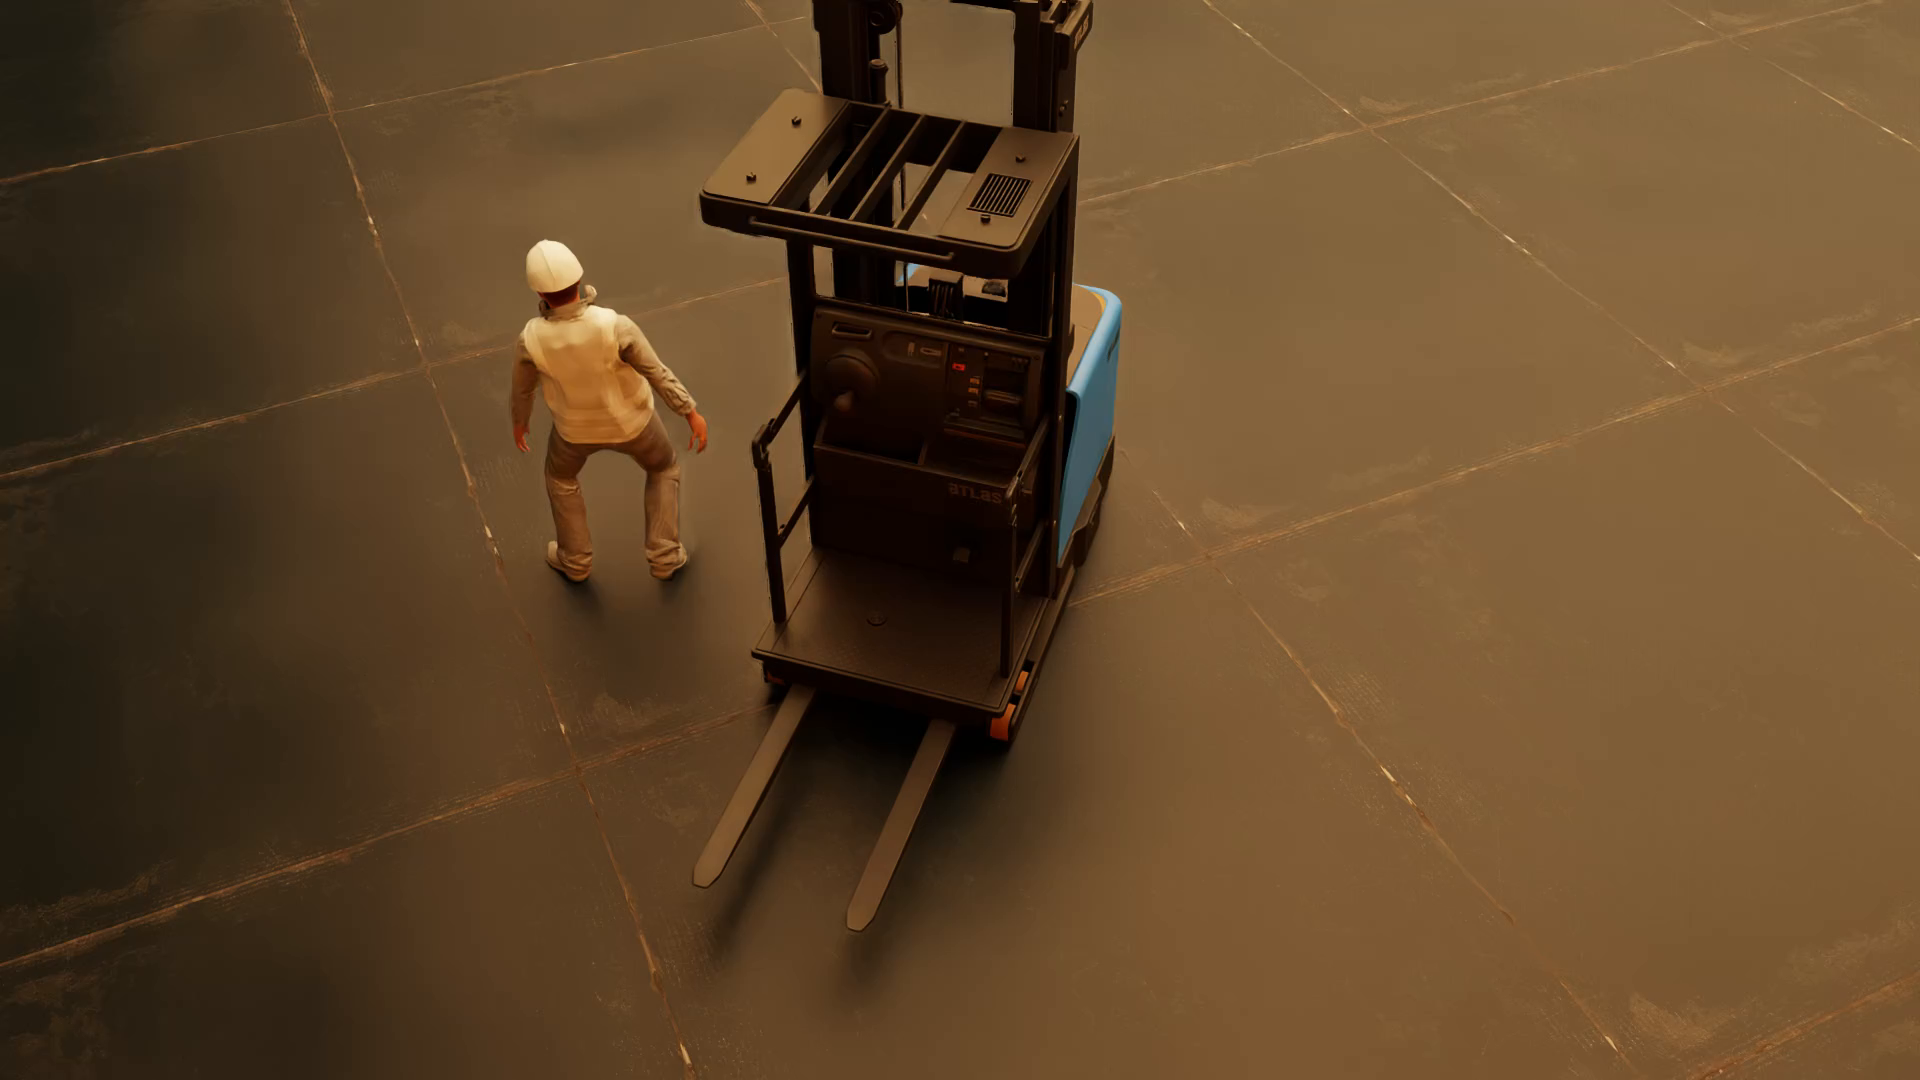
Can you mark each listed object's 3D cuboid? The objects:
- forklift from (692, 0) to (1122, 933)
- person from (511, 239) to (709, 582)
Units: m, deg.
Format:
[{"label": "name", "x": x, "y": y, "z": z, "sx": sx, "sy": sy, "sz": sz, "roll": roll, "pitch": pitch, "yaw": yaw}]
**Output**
[{"label": "forklift", "x": -0.201, "y": -0.548, "z": 6.267, "sx": 1.130, "sy": 2.935, "sz": 3.031, "roll": 13, "pitch": 44, "yaw": 13}, {"label": "person", "x": -1.519, "y": -0.526, "z": 7.160, "sx": 0.870, "sy": 1.692, "sz": 0.482, "roll": 0, "pitch": 43, "yaw": 0}]
